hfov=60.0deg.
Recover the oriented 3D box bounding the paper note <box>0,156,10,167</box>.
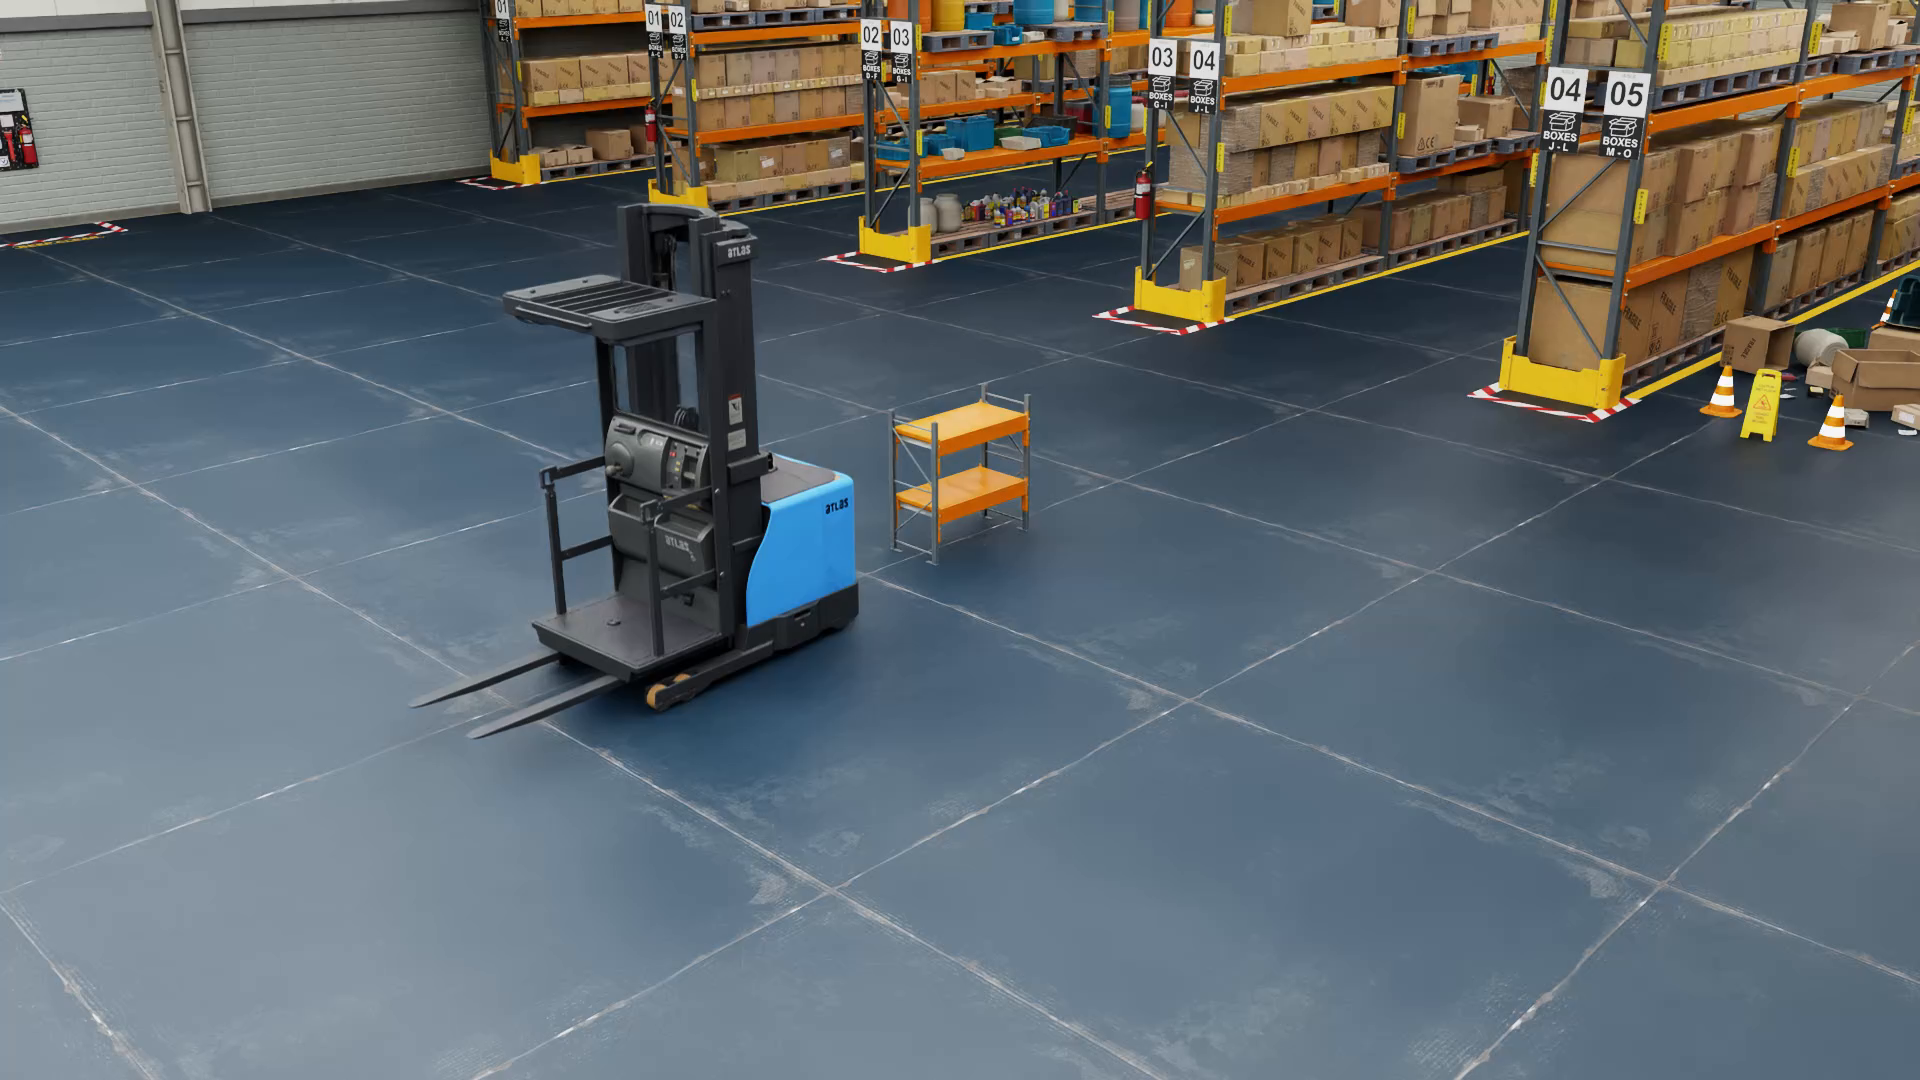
[{"bbox_3d":[-14.280,-5.652,24.827,0.016,0.148,0.142,19,28,41],"label":"paper note"}]

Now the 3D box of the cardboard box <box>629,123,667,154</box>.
[{"bbox_3d":[-5.943,-7.653,31.676,0.500,0.500,0.500,17,27,37],"label":"cardboard box"}]

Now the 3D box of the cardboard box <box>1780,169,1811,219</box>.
[{"bbox_3d":[9.442,-4.019,19.212,0.500,0.500,0.500,20,28,41],"label":"cardboard box"}]

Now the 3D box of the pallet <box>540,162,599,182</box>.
[{"bbox_3d":[-7.393,-6.781,30.423,1.003,0.211,1.213,19,28,41],"label":"pallet"}]

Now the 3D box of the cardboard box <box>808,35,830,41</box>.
[{"bbox_3d":[-2.891,-10.292,34.014,0.380,0.149,0.250,14,25,32],"label":"cardboard box"}]

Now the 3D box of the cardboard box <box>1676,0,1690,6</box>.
[{"bbox_3d":[11.861,-9.272,27.971,0.500,0.500,0.700,-18,28,-39],"label":"cardboard box"}]

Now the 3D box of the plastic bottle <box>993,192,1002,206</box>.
[{"bbox_3d":[0.562,-5.119,25.292,0.144,0.351,0.185,19,28,40],"label":"plastic bottle"}]

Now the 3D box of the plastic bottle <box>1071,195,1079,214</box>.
[{"bbox_3d":[1.751,-5.143,25.448,0.133,0.283,0.061,-18,28,-39],"label":"plastic bottle"}]

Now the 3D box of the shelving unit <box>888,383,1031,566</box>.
[{"bbox_3d":[0.005,-0.527,12.877,0.538,1.125,1.048,19,28,41],"label":"shelving unit"}]

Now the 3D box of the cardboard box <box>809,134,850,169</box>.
[{"bbox_3d":[-2.220,-6.616,28.308,0.500,0.500,0.500,19,28,41],"label":"cardboard box"}]

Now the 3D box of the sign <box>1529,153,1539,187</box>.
[{"bbox_3d":[5.713,-3.667,16.491,0.100,0.325,0.005,19,28,41],"label":"sign"}]

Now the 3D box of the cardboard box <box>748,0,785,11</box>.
[{"bbox_3d":[-3.132,-8.691,26.405,0.500,0.500,0.500,19,28,41],"label":"cardboard box"}]

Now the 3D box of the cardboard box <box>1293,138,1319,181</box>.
[{"bbox_3d":[4.012,-4.866,21.000,0.875,0.500,0.500,19,28,41],"label":"cardboard box"}]

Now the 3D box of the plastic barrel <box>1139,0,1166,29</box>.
[{"bbox_3d":[2.962,-8.567,26.304,0.600,0.901,0.708,19,28,41],"label":"plastic barrel"}]

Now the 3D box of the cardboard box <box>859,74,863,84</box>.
[{"bbox_3d":[-1.732,-7.879,28.348,0.380,0.149,0.250,19,28,41],"label":"cardboard box"}]

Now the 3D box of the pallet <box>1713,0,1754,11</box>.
[{"bbox_3d":[13.260,-9.422,29.351,1.003,0.211,1.213,19,28,41],"label":"pallet"}]

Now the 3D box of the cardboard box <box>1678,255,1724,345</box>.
[{"bbox_3d":[7.767,-2.732,18.379,0.875,0.875,0.875,20,28,41],"label":"cardboard box"}]

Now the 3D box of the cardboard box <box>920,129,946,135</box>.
[{"bbox_3d":[-0.558,-7.394,30.597,0.500,0.311,0.500,19,28,40],"label":"cardboard box"}]

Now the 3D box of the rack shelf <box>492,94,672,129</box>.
[{"bbox_3d":[-6.643,-8.042,30.818,1.077,0.370,4.000,19,28,41],"label":"rack shelf"}]

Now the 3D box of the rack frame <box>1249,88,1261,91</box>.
[{"bbox_3d":[4.641,-7.440,28.251,1.000,3.000,0.127,19,28,41],"label":"rack frame"}]

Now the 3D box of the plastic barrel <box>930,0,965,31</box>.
[{"bbox_3d":[-0.236,-7.393,23.099,0.600,0.588,0.600,0,21,0],"label":"plastic barrel"}]

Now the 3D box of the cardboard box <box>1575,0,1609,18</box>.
[{"bbox_3d":[9.599,-8.375,25.774,0.797,0.503,0.637,19,28,40],"label":"cardboard box"}]

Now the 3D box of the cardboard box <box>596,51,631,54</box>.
[{"bbox_3d":[-6.441,-8.854,31.064,0.500,0.500,0.500,-19,28,-41],"label":"cardboard box"}]

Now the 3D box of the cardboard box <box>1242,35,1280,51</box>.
[{"bbox_3d":[3.545,-5.864,19.622,0.250,0.149,0.380,-19,28,-40],"label":"cardboard box"}]

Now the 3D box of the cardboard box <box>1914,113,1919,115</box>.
[{"bbox_3d":[13.226,-5.761,22.819,0.380,0.149,0.250,19,28,40],"label":"cardboard box"}]

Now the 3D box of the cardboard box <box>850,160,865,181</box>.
[{"bbox_3d":[-1.863,-6.391,28.769,0.500,0.250,0.500,19,28,41],"label":"cardboard box"}]

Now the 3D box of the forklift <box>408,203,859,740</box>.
[{"bbox_3d":[-2.049,-0.511,10.319,1.130,2.935,3.031,17,27,38],"label":"forklift"}]

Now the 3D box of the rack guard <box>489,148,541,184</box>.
[{"bbox_3d":[-7.985,-6.716,29.851,1.175,0.500,0.348,19,28,41],"label":"rack guard"}]

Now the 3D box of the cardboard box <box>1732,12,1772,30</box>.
[{"bbox_3d":[8.149,-5.368,17.194,0.380,0.149,0.250,19,28,41],"label":"cardboard box"}]

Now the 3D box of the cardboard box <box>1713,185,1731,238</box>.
[{"bbox_3d":[7.805,-3.621,18.105,0.875,0.550,0.550,19,28,41],"label":"cardboard box"}]

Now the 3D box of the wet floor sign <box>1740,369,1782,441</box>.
[{"bbox_3d":[7.490,-1.275,15.492,0.267,0.644,0.232,14,25,32],"label":"wet floor sign"}]

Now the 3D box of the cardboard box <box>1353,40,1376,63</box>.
[{"bbox_3d":[4.896,-6.188,21.022,0.500,0.250,0.500,-19,28,-41],"label":"cardboard box"}]

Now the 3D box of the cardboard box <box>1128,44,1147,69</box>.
[{"bbox_3d":[3.394,-9.886,33.890,0.700,0.500,0.500,9,23,23],"label":"cardboard box"}]

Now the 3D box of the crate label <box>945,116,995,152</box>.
[{"bbox_3d":[0.150,-5.941,24.301,0.502,0.435,0.616,19,28,41],"label":"crate label"}]

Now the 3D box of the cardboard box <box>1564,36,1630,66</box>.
[{"bbox_3d":[6.233,-4.784,16.230,0.500,0.250,0.500,20,29,41],"label":"cardboard box"}]

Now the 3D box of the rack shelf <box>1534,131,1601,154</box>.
[{"bbox_3d":[9.585,-6.379,26.492,1.077,0.370,4.000,19,28,41],"label":"rack shelf"}]

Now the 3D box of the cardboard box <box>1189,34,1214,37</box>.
[{"bbox_3d":[2.957,-5.945,19.834,0.380,0.149,0.250,18,27,38],"label":"cardboard box"}]

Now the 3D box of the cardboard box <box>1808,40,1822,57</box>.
[{"bbox_3d":[9.482,-5.578,18.687,0.258,0.266,0.396,19,28,40],"label":"cardboard box"}]

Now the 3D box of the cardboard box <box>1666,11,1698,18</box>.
[{"bbox_3d":[7.498,-5.467,17.450,0.380,0.149,0.250,19,28,41],"label":"cardboard box"}]

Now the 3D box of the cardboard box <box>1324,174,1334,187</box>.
[{"bbox_3d":[4.552,-4.617,21.257,0.380,0.149,0.250,19,28,41],"label":"cardboard box"}]

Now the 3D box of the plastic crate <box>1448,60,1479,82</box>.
[{"bbox_3d":[10.122,-9.408,33.239,0.616,0.435,0.499,19,28,41],"label":"plastic crate"}]

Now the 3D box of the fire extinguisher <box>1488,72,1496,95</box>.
[{"bbox_3d":[10.652,-9.212,33.487,0.296,0.674,0.183,19,28,41],"label":"fire extinguisher"}]

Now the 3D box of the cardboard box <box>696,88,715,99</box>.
[{"bbox_3d":[-4.059,-7.021,26.117,0.380,0.149,0.250,19,28,40],"label":"cardboard box"}]

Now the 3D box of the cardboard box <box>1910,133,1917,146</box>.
[{"bbox_3d":[12.525,-5.364,22.201,0.380,0.149,0.250,18,28,39],"label":"cardboard box"}]

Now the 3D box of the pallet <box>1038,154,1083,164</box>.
[{"bbox_3d":[1.642,-7.562,32.454,1.003,0.211,1.213,19,28,41],"label":"pallet"}]

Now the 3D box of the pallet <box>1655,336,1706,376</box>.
[{"bbox_3d":[7.444,-2.112,18.276,1.003,0.211,1.213,19,28,41],"label":"pallet"}]

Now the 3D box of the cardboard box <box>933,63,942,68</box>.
[{"bbox_3d":[-0.618,-10.367,36.187,0.380,0.149,0.250,18,28,39],"label":"cardboard box"}]

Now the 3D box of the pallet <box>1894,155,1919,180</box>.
[{"bbox_3d":[12.093,-5.054,22.309,1.213,0.211,1.003,19,28,41],"label":"pallet"}]

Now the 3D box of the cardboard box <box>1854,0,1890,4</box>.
[{"bbox_3d":[11.769,-6.906,21.475,0.396,0.266,0.258,19,28,41],"label":"cardboard box"}]

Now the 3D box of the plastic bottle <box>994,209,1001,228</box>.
[{"bbox_3d":[0.548,-4.704,24.321,0.097,0.271,0.097,0,21,0],"label":"plastic bottle"}]

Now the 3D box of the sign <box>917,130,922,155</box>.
[{"bbox_3d":[-0.549,-5.374,22.490,0.100,0.325,0.005,19,28,41],"label":"sign"}]

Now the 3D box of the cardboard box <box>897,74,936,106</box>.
[{"bbox_3d":[-0.781,-8.028,29.641,0.500,0.500,0.500,-18,27,-38],"label":"cardboard box"}]

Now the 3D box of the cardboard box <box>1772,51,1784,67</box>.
[{"bbox_3d":[8.502,-5.125,17.673,0.250,0.149,0.380,-20,28,-41],"label":"cardboard box"}]

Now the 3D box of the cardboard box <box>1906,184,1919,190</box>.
[{"bbox_3d":[13.398,-4.818,23.282,0.500,0.250,0.500,18,27,38],"label":"cardboard box"}]

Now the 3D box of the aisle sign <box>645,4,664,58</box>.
[{"bbox_3d":[-4.743,-7.895,25.810,0.394,0.787,0.004,19,28,41],"label":"aisle sign"}]

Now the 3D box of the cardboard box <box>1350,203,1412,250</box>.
[{"bbox_3d":[5.843,-4.363,23.117,0.700,0.500,0.500,17,27,37],"label":"cardboard box"}]

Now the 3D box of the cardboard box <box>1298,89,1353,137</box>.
[{"bbox_3d":[4.585,-5.383,20.951,0.500,0.500,0.500,19,28,41],"label":"cardboard box"}]

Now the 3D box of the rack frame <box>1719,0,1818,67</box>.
[{"bbox_3d":[8.882,-6.705,17.977,1.000,3.000,0.127,19,28,41],"label":"rack frame"}]

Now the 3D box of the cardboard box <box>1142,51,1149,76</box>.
[{"bbox_3d":[4.050,-9.949,34.638,0.500,0.500,0.500,-20,28,-41],"label":"cardboard box"}]

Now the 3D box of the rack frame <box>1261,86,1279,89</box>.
[{"bbox_3d":[6.675,-10.737,36.829,1.000,3.000,0.127,19,28,41],"label":"rack frame"}]
